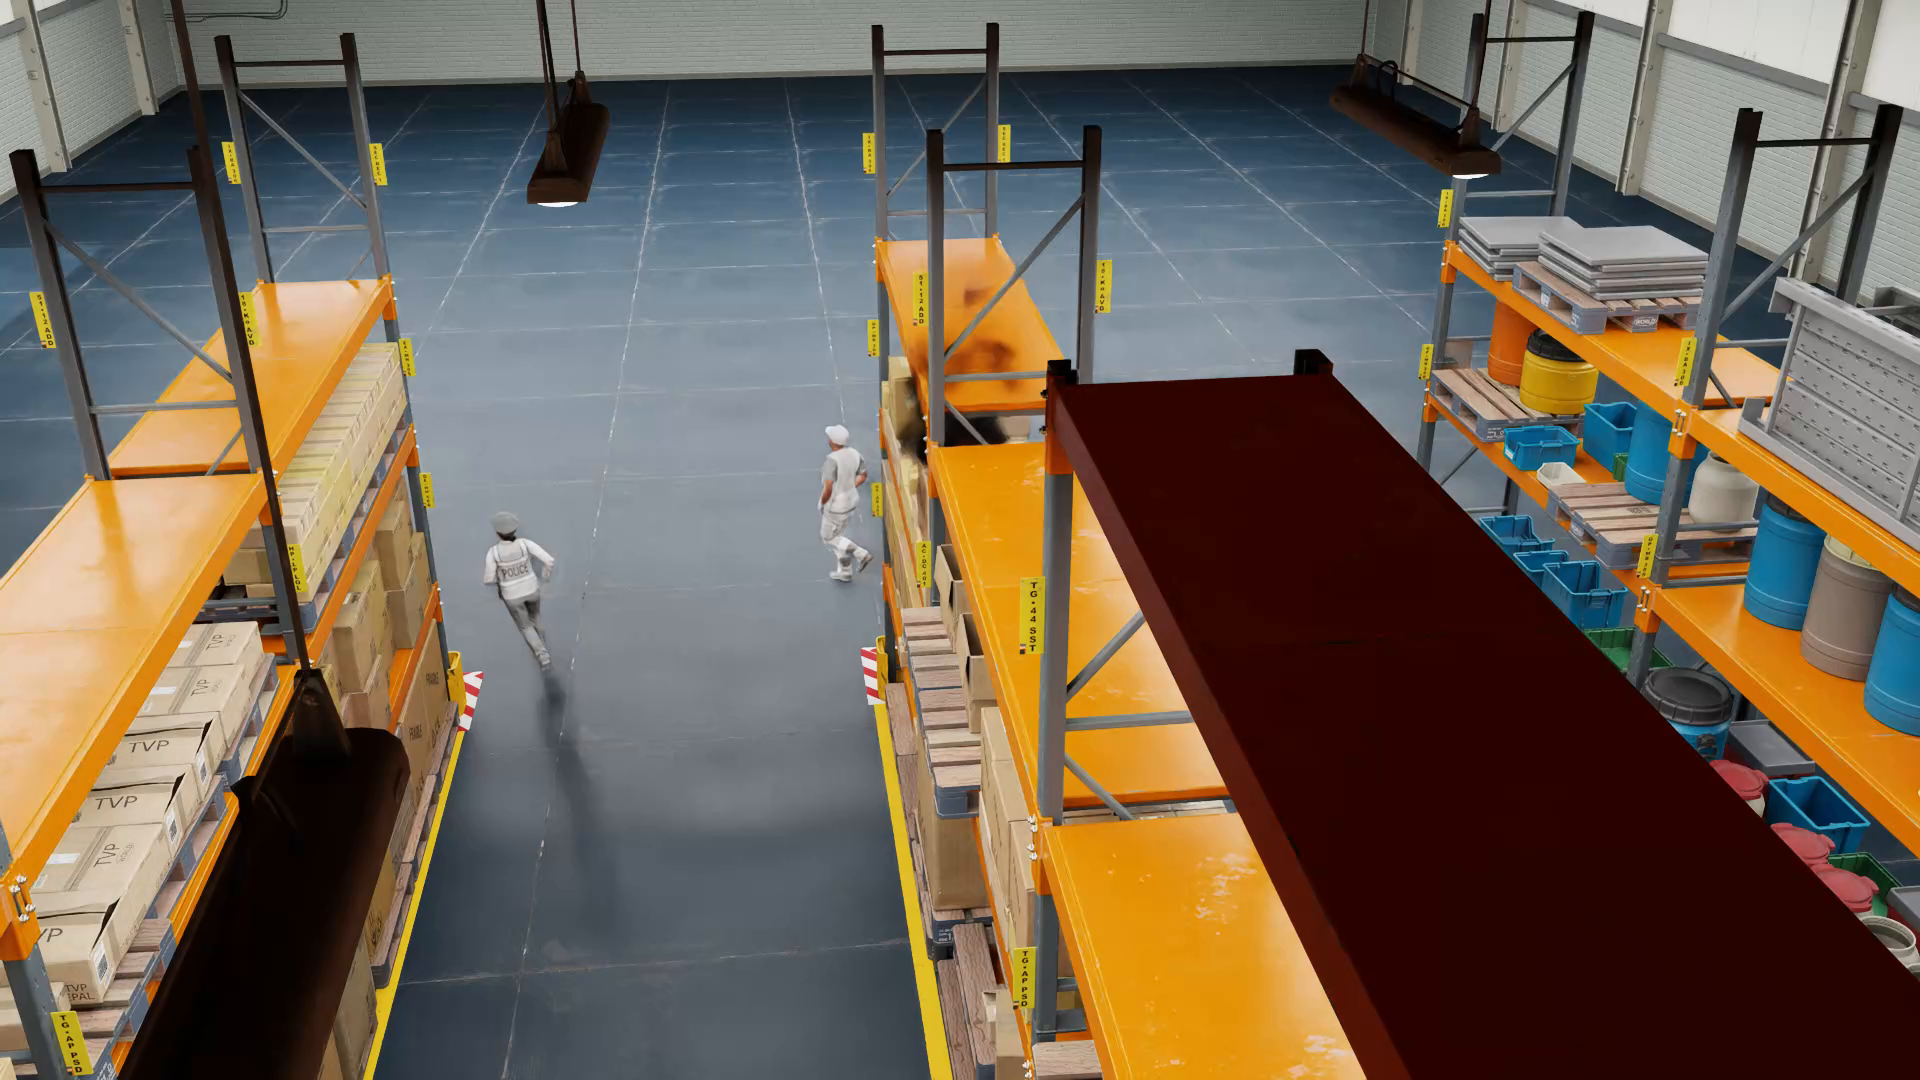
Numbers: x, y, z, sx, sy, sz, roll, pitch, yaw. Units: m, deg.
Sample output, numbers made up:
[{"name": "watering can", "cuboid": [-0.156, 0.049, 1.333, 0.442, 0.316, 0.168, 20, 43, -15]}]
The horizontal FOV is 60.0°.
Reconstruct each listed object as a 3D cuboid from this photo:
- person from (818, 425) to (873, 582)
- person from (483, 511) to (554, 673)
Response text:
[{"name": "person", "cuboid": [-1.176, -0.331, 17.193, 0.667, 1.761, 0.678, 17, 31, 32]}, {"name": "person", "cuboid": [-4.099, 0.529, 15.520, 0.652, 1.685, 0.791, -14, 29, -27]}]
